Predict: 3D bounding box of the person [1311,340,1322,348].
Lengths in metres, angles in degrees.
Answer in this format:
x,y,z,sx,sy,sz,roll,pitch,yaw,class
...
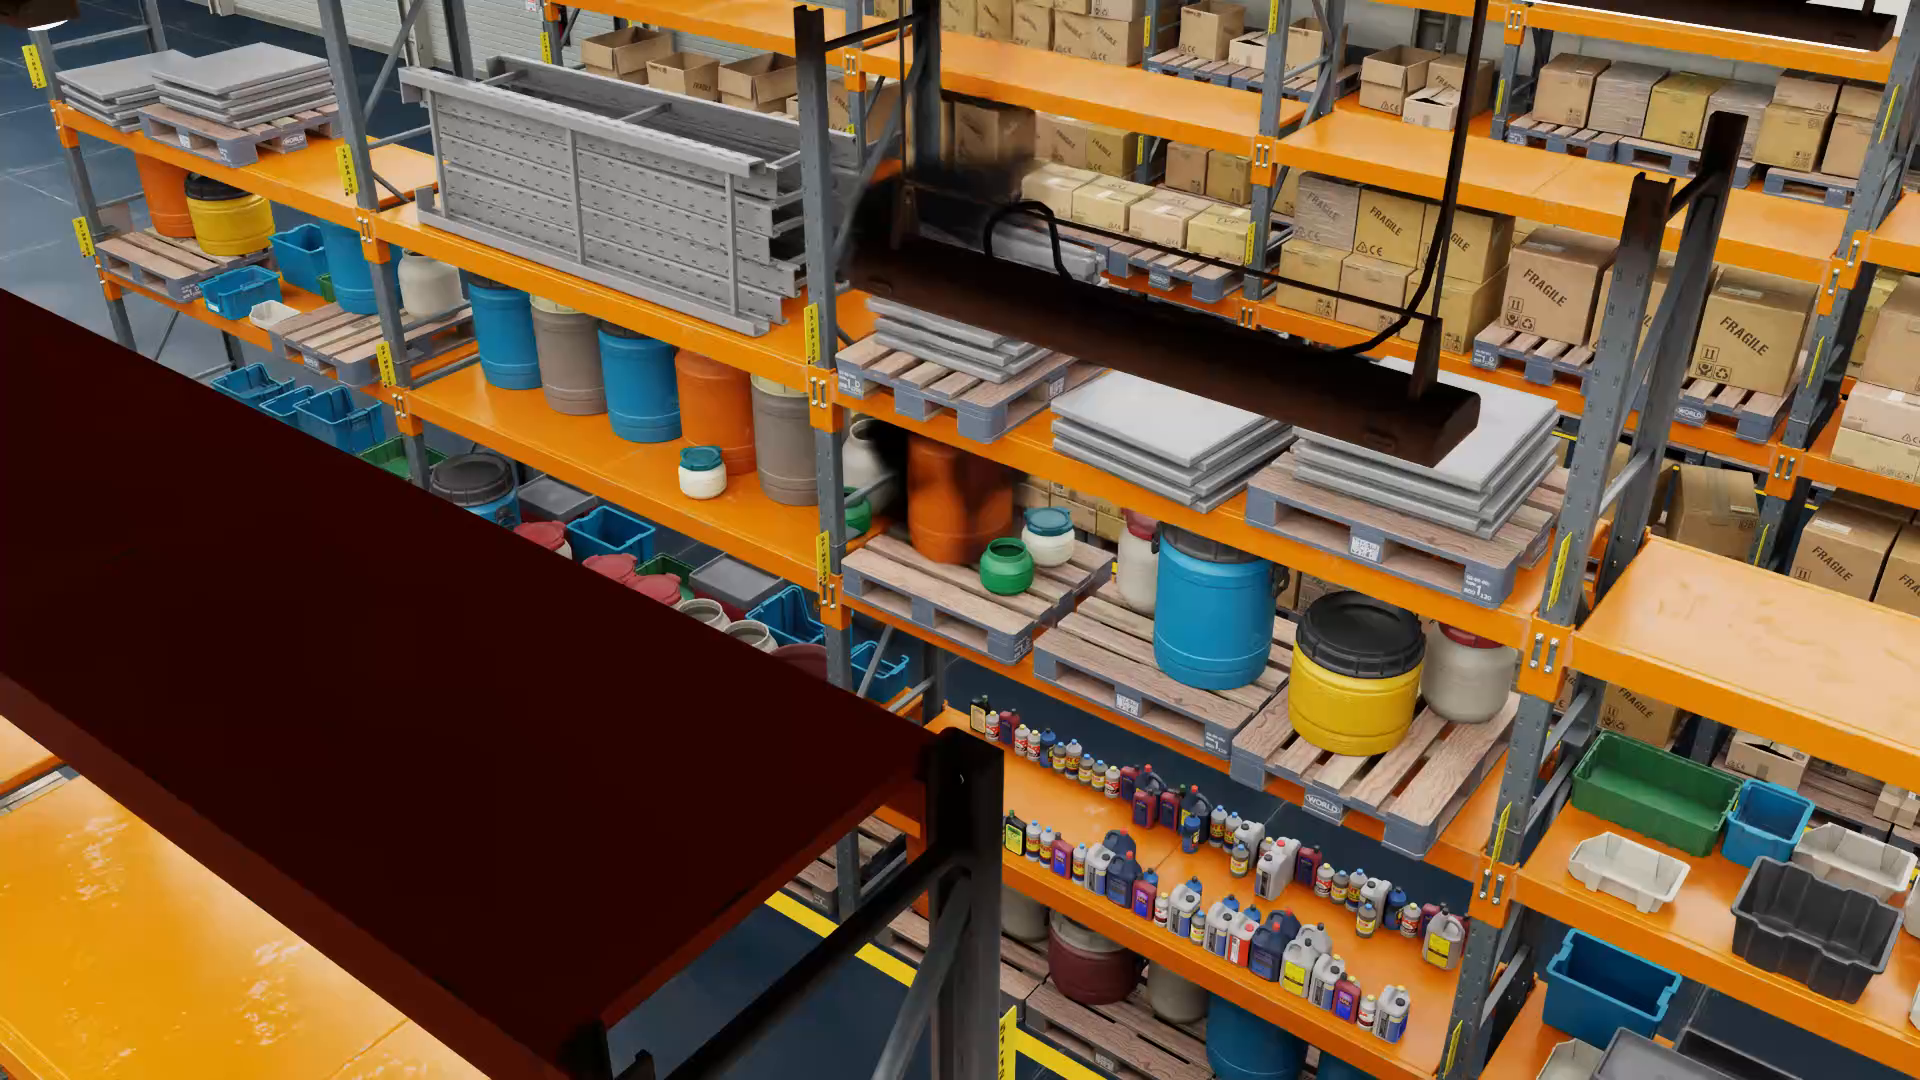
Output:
x,y,z,sx,sy,sz,roll,pitch,yaw,class
3.145,-1.974,16.024,0.589,0.807,0.558,18,36,27,person
